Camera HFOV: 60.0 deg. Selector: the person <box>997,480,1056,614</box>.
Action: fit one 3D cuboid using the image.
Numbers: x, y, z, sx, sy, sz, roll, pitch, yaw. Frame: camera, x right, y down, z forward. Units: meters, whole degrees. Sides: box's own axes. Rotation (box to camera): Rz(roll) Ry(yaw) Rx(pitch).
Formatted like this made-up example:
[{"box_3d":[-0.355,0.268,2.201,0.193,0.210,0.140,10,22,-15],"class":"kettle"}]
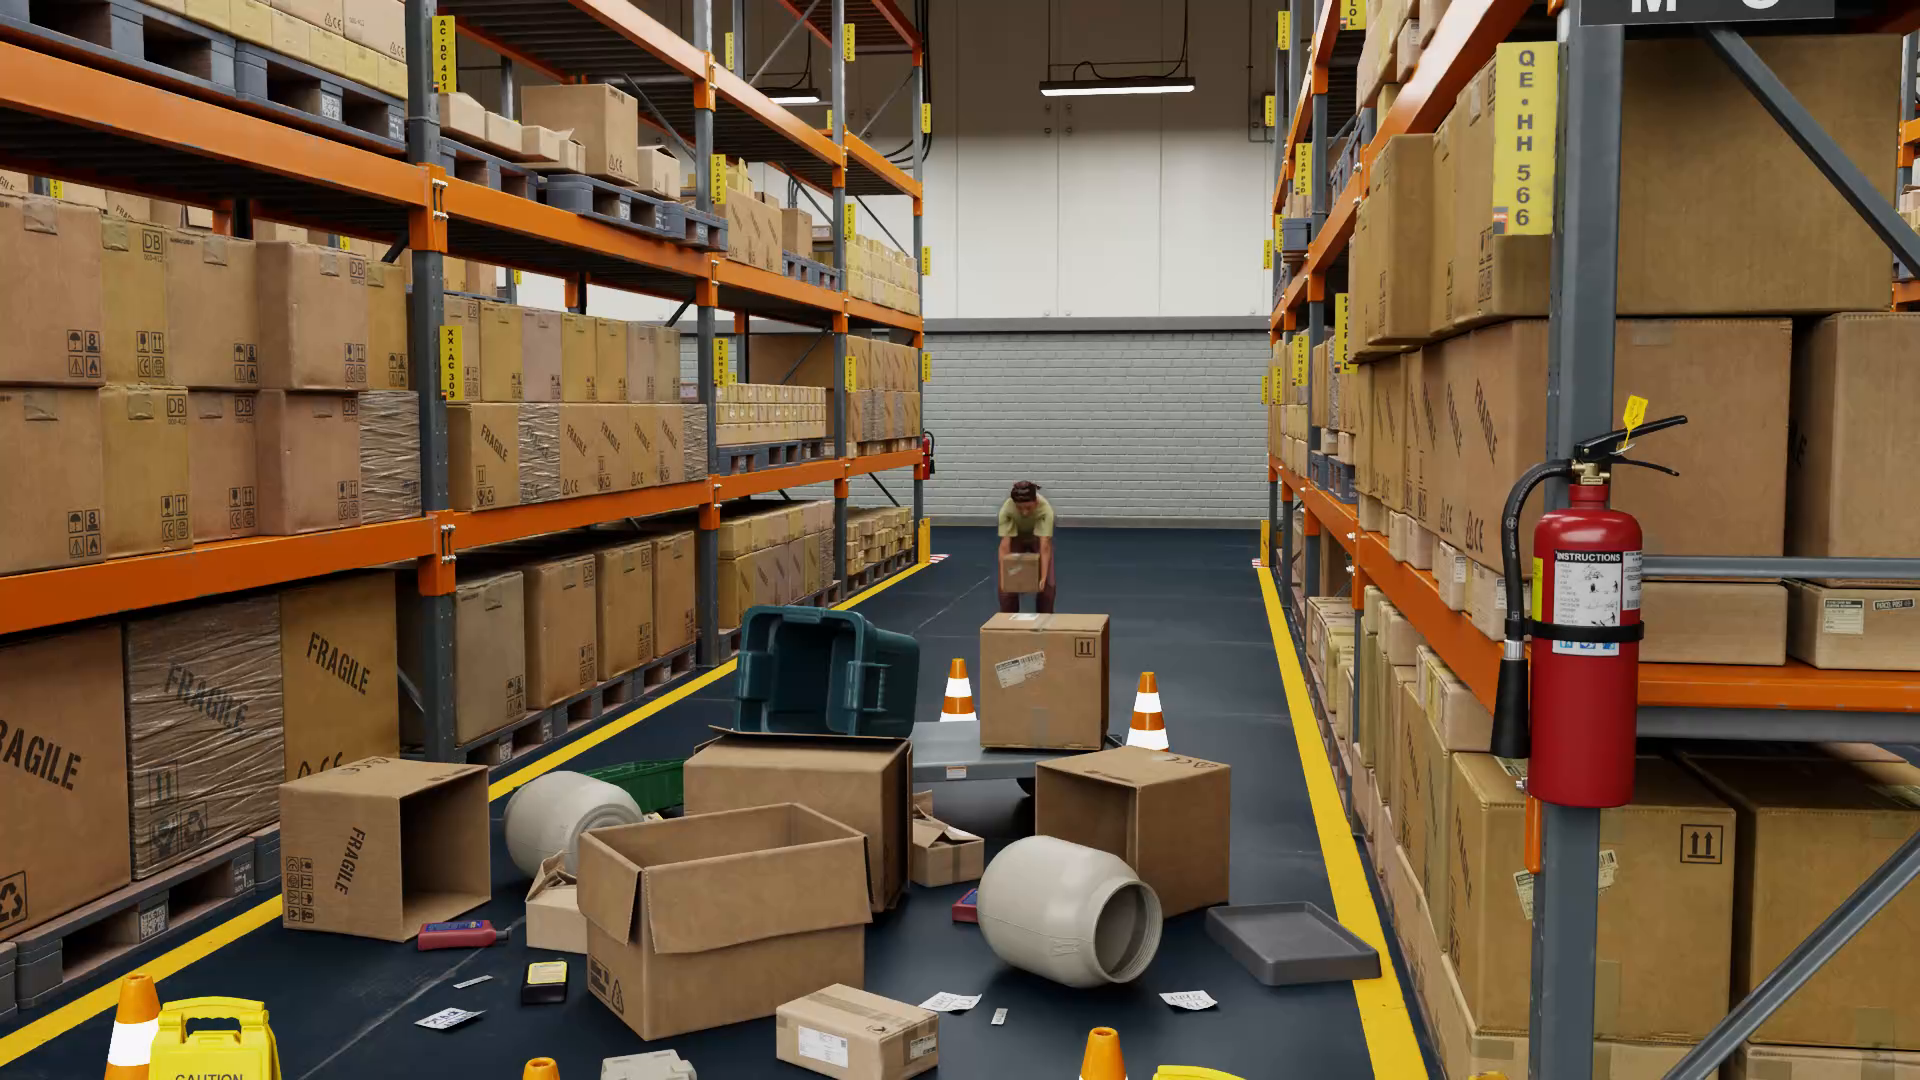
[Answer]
[{"box_3d":[0.474,0.191,12.019,0.426,1.272,0.820,1,5,7],"class":"person"}]
